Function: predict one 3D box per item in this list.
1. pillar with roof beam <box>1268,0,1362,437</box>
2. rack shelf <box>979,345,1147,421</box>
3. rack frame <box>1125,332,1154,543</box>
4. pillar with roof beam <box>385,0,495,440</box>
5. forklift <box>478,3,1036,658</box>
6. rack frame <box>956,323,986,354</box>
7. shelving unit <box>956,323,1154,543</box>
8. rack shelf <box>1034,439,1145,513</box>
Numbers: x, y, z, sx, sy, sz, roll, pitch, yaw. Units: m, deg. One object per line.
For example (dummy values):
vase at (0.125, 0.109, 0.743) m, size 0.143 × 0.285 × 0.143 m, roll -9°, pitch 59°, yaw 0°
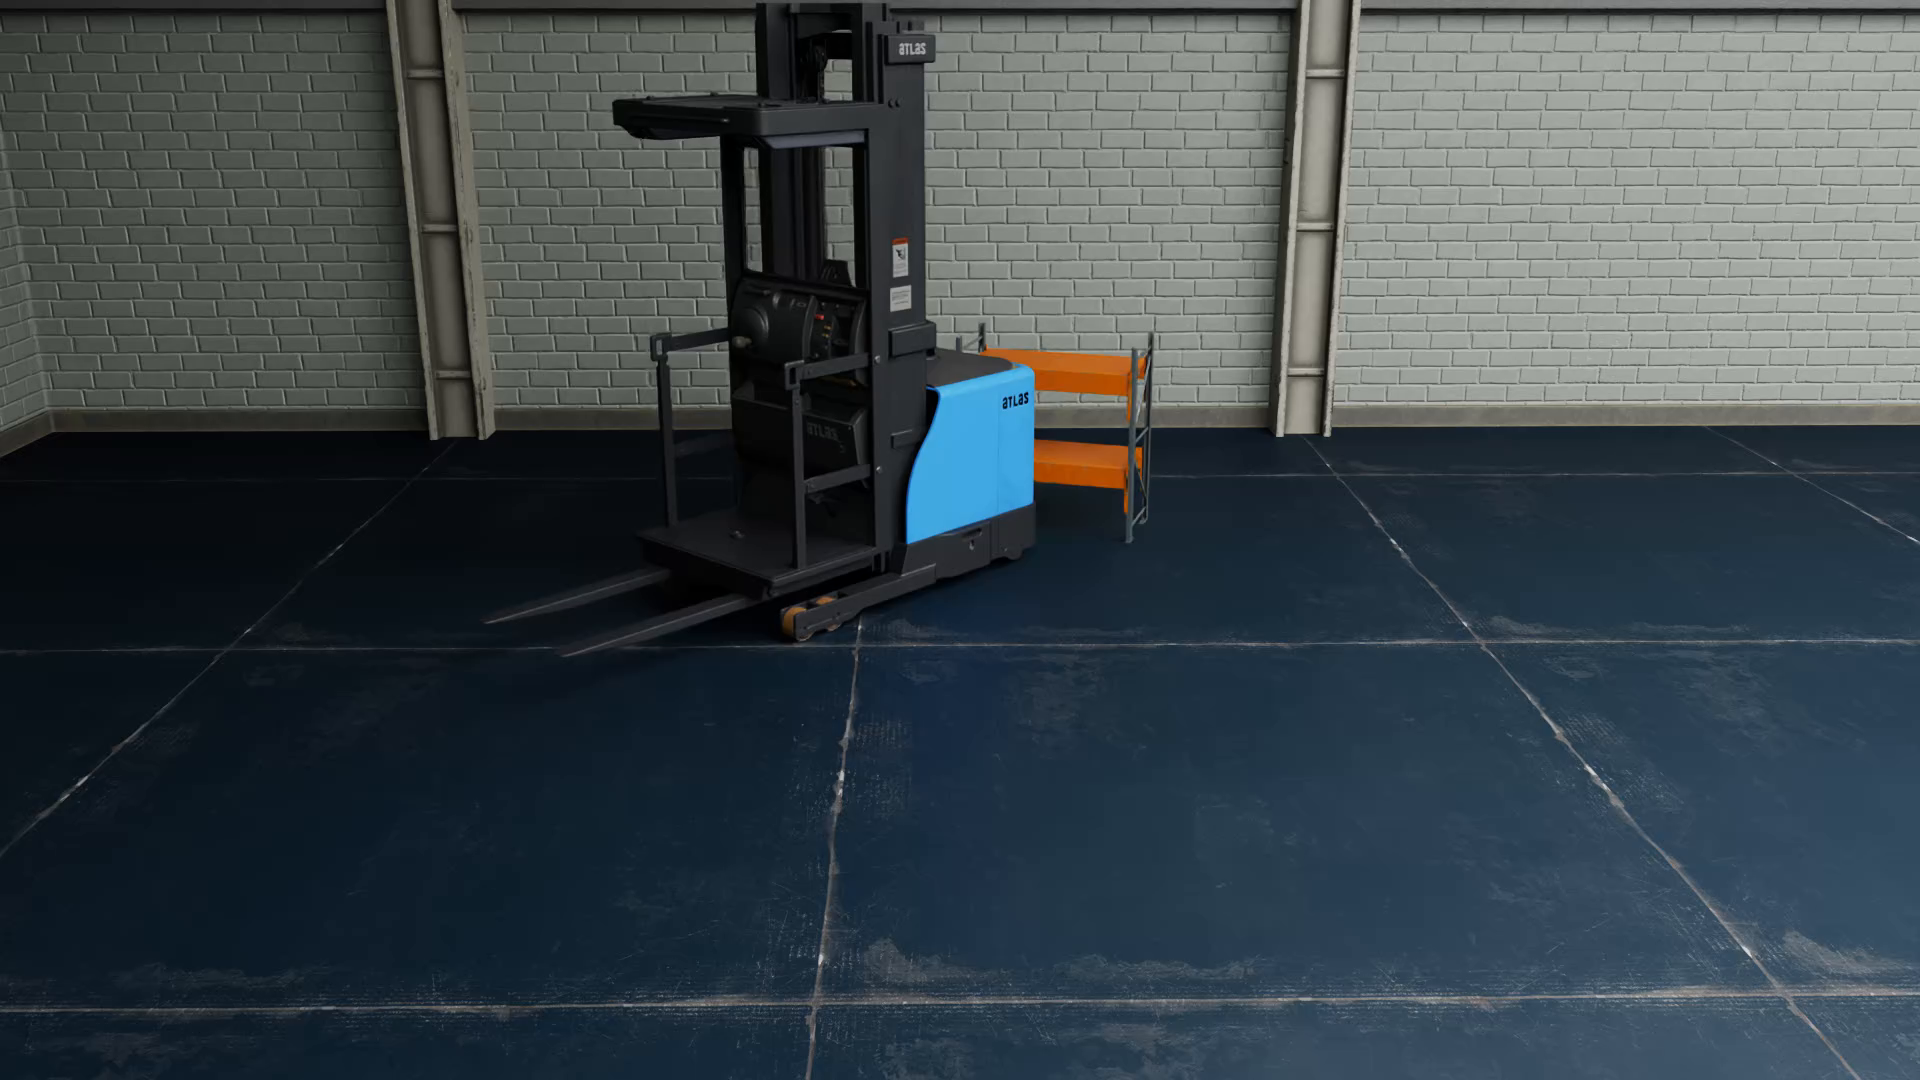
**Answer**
pillar with roof beam at (2.511, -3.755, 6.520) m, size 0.400 × 9.000 × 9.100 m, roll 0°, pitch 18°, yaw -1°
rack shelf at (0.549, -0.915, 9.602) m, size 1.000 × 0.278 × 0.538 m, roll 6°, pitch 19°, yaw 17°
rack frame at (1.033, -0.590, 9.545) m, size 0.032 × 1.125 × 0.500 m, roll 6°, pitch 19°, yaw 17°
pillar with roof beam at (-3.488, -3.726, 6.429) m, size 0.400 × 9.000 × 9.100 m, roll 0°, pitch 18°, yaw -1°
forklift at (-0.950, -1.083, 8.124) m, size 1.130 × 2.935 × 3.031 m, roll 16°, pitch 24°, yaw 40°
rack frame at (0.064, -0.684, 9.837) m, size 0.032 × 1.125 × 0.500 m, roll 6°, pitch 19°, yaw 17°
shelving unit at (0.549, -0.637, 9.691) m, size 1.048 × 1.125 × 0.538 m, roll 6°, pitch 19°, yaw 17°
rack shelf at (0.549, -0.404, 9.766) m, size 1.000 × 0.278 × 0.538 m, roll 6°, pitch 19°, yaw 17°
